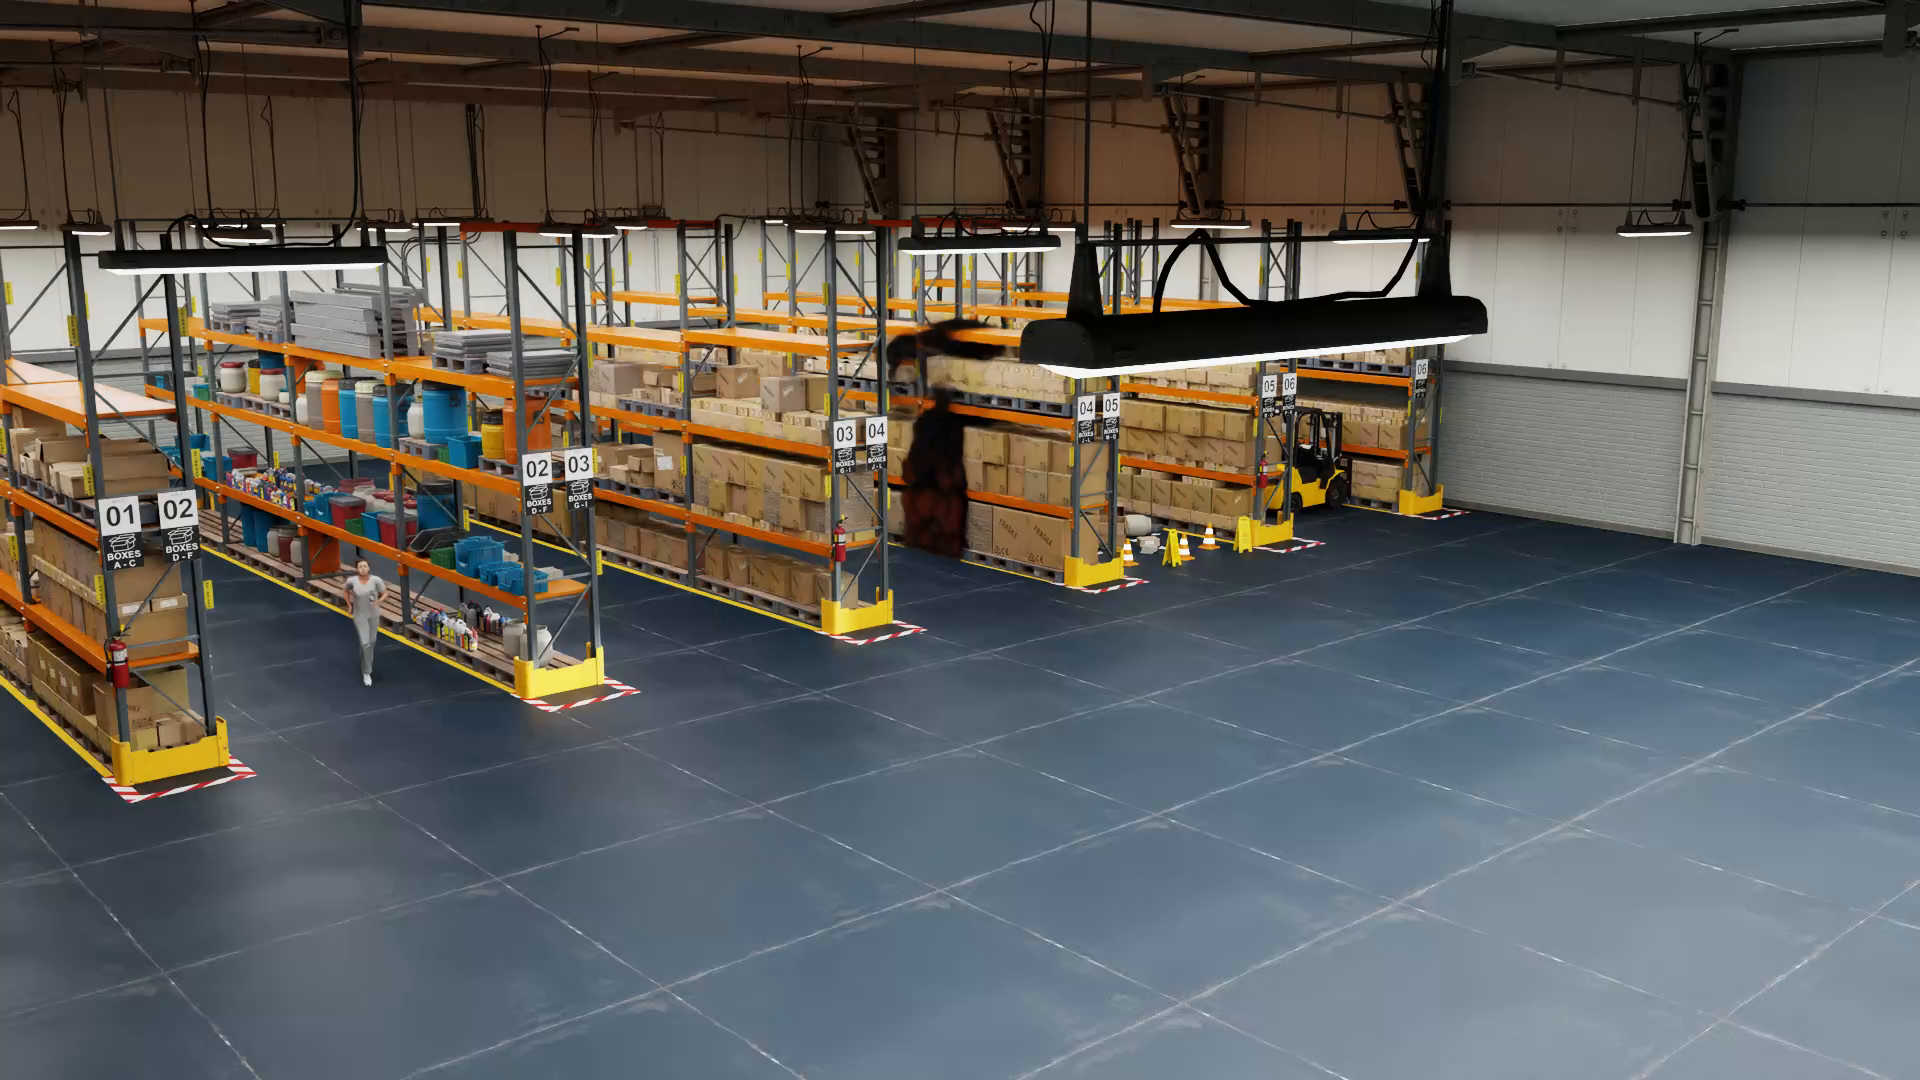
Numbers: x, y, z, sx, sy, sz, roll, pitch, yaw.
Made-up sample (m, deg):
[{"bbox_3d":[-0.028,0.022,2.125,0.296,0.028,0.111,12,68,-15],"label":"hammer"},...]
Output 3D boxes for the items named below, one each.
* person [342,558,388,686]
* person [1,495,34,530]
[{"bbox_3d":[-7.990,1.062,22.418,0.551,1.691,0.766,-6,13,-28],"label":"person"},{"bbox_3d":[-17.630,-0.649,31.125,0.535,1.519,0.556,-10,15,-41],"label":"person"}]
